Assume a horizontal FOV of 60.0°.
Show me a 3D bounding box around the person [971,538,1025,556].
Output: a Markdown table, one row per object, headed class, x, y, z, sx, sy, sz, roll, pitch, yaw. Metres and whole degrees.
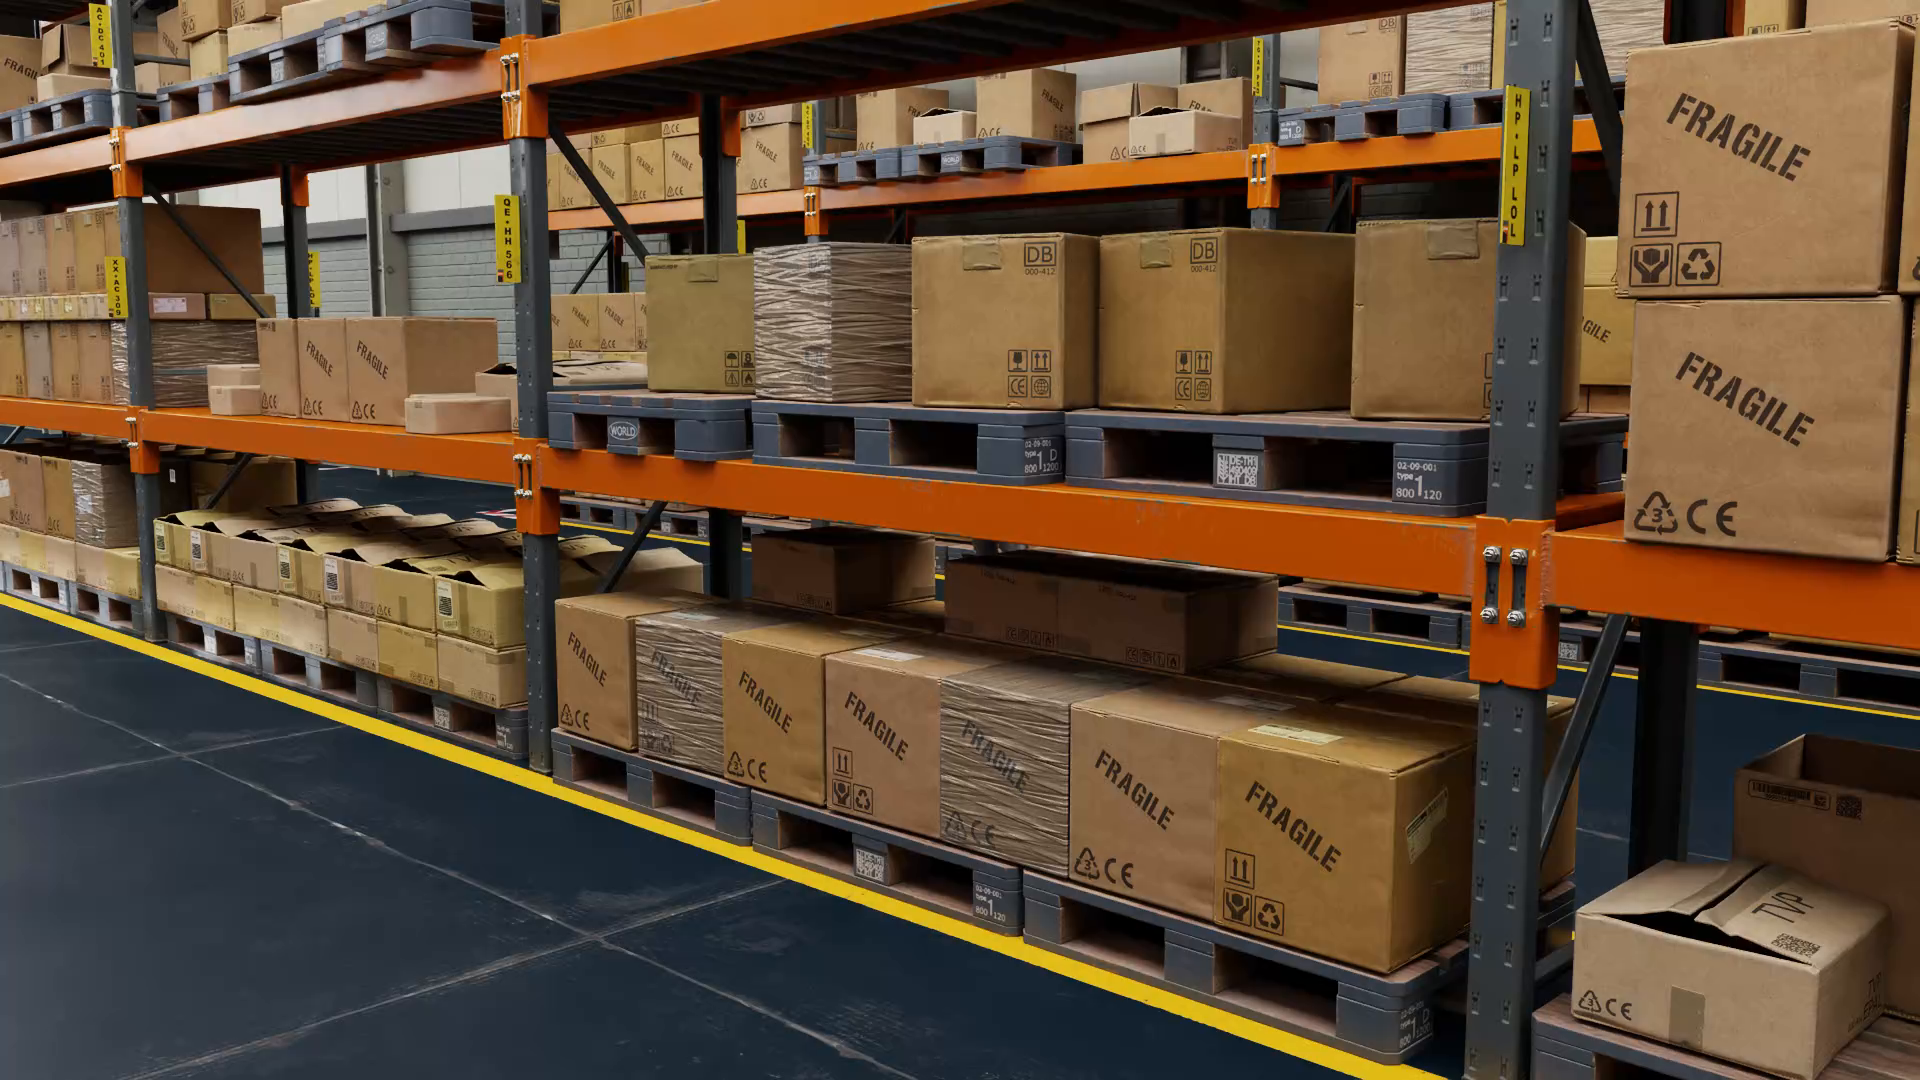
| class | x | y | z | sx | sy | sz | roll | pitch | yaw |
| --- | --- | --- | --- | --- | --- | --- | --- | --- | --- |
| person | 0.198 | -0.237 | 9.140 | 0.541 | 1.662 | 0.415 | 6 | 9 | 40 |
